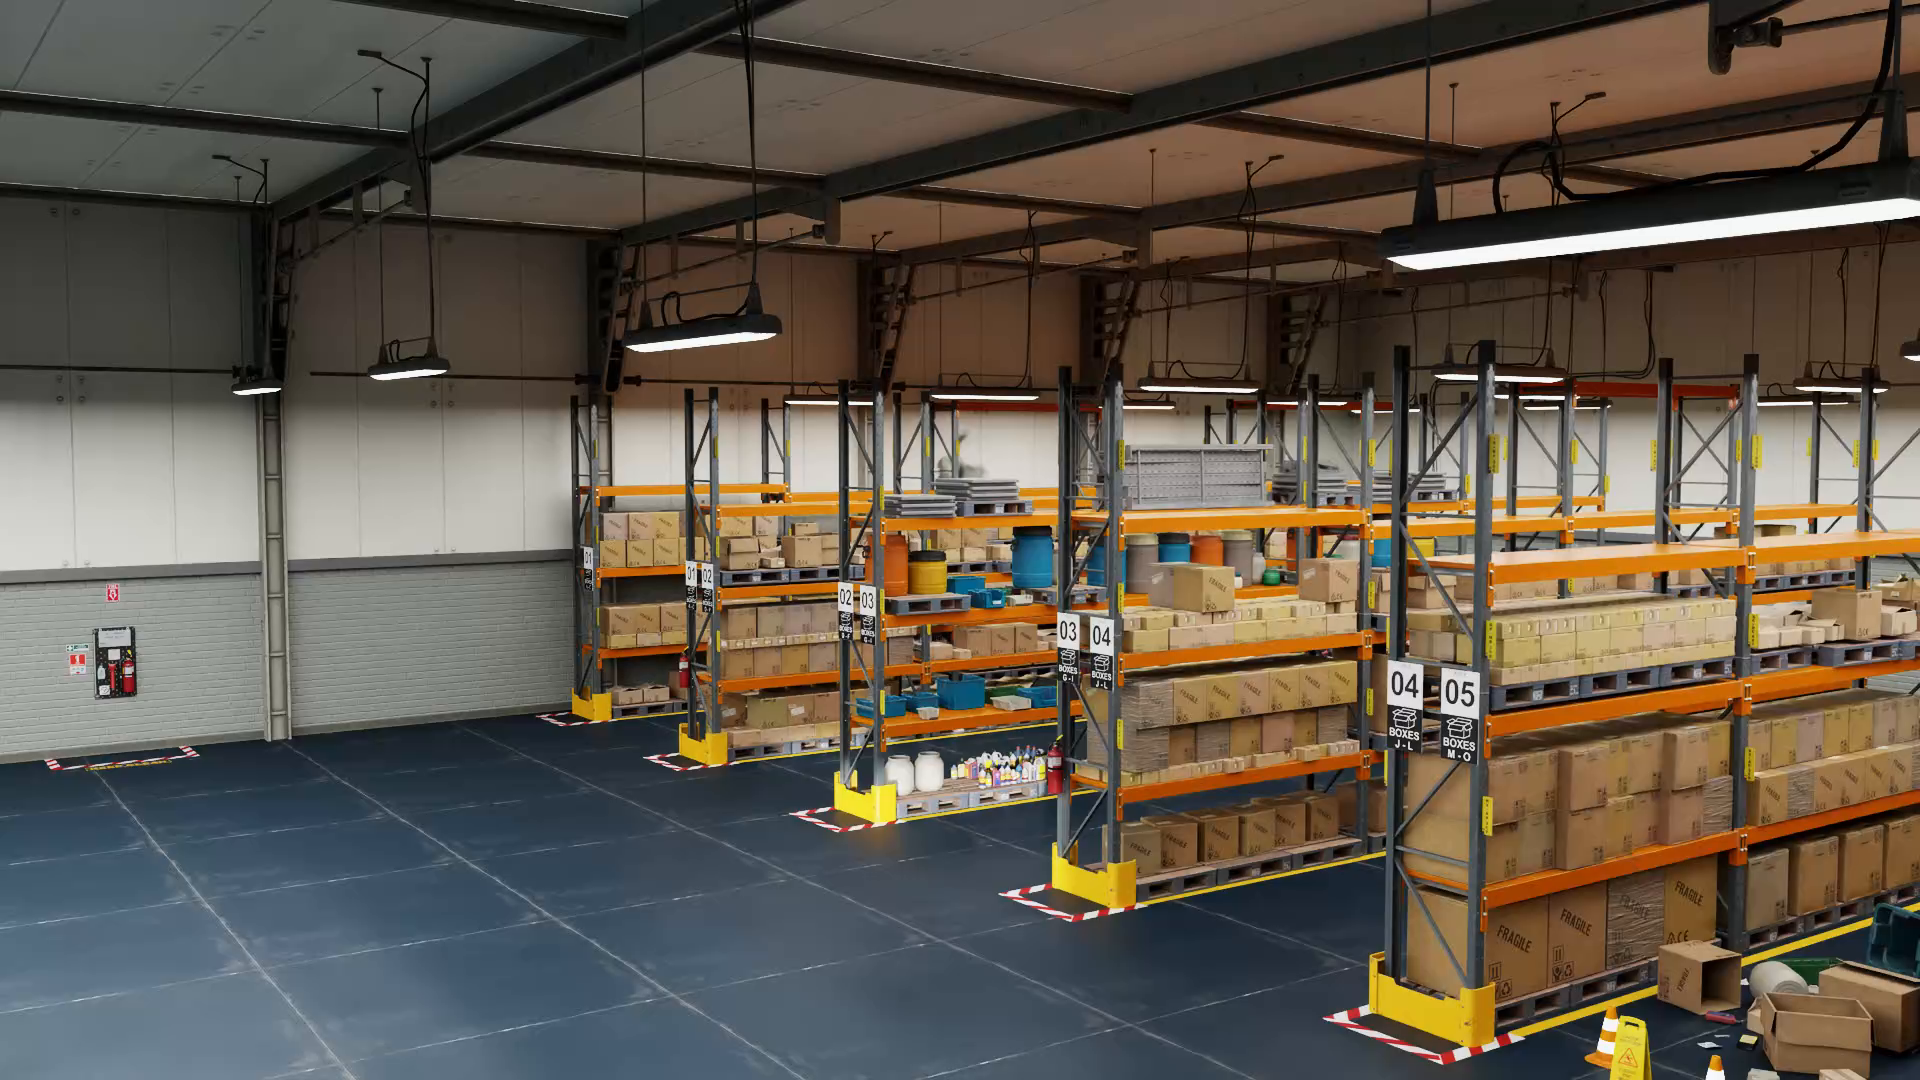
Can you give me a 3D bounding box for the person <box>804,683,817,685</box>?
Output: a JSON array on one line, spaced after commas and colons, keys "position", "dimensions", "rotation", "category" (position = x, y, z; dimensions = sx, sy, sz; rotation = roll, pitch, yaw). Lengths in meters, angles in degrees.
[{"position": [-2.729, 2.476, 30.212], "dimensions": [0.933, 1.697, 0.567], "rotation": [-3, 5, -41], "category": "person"}]
